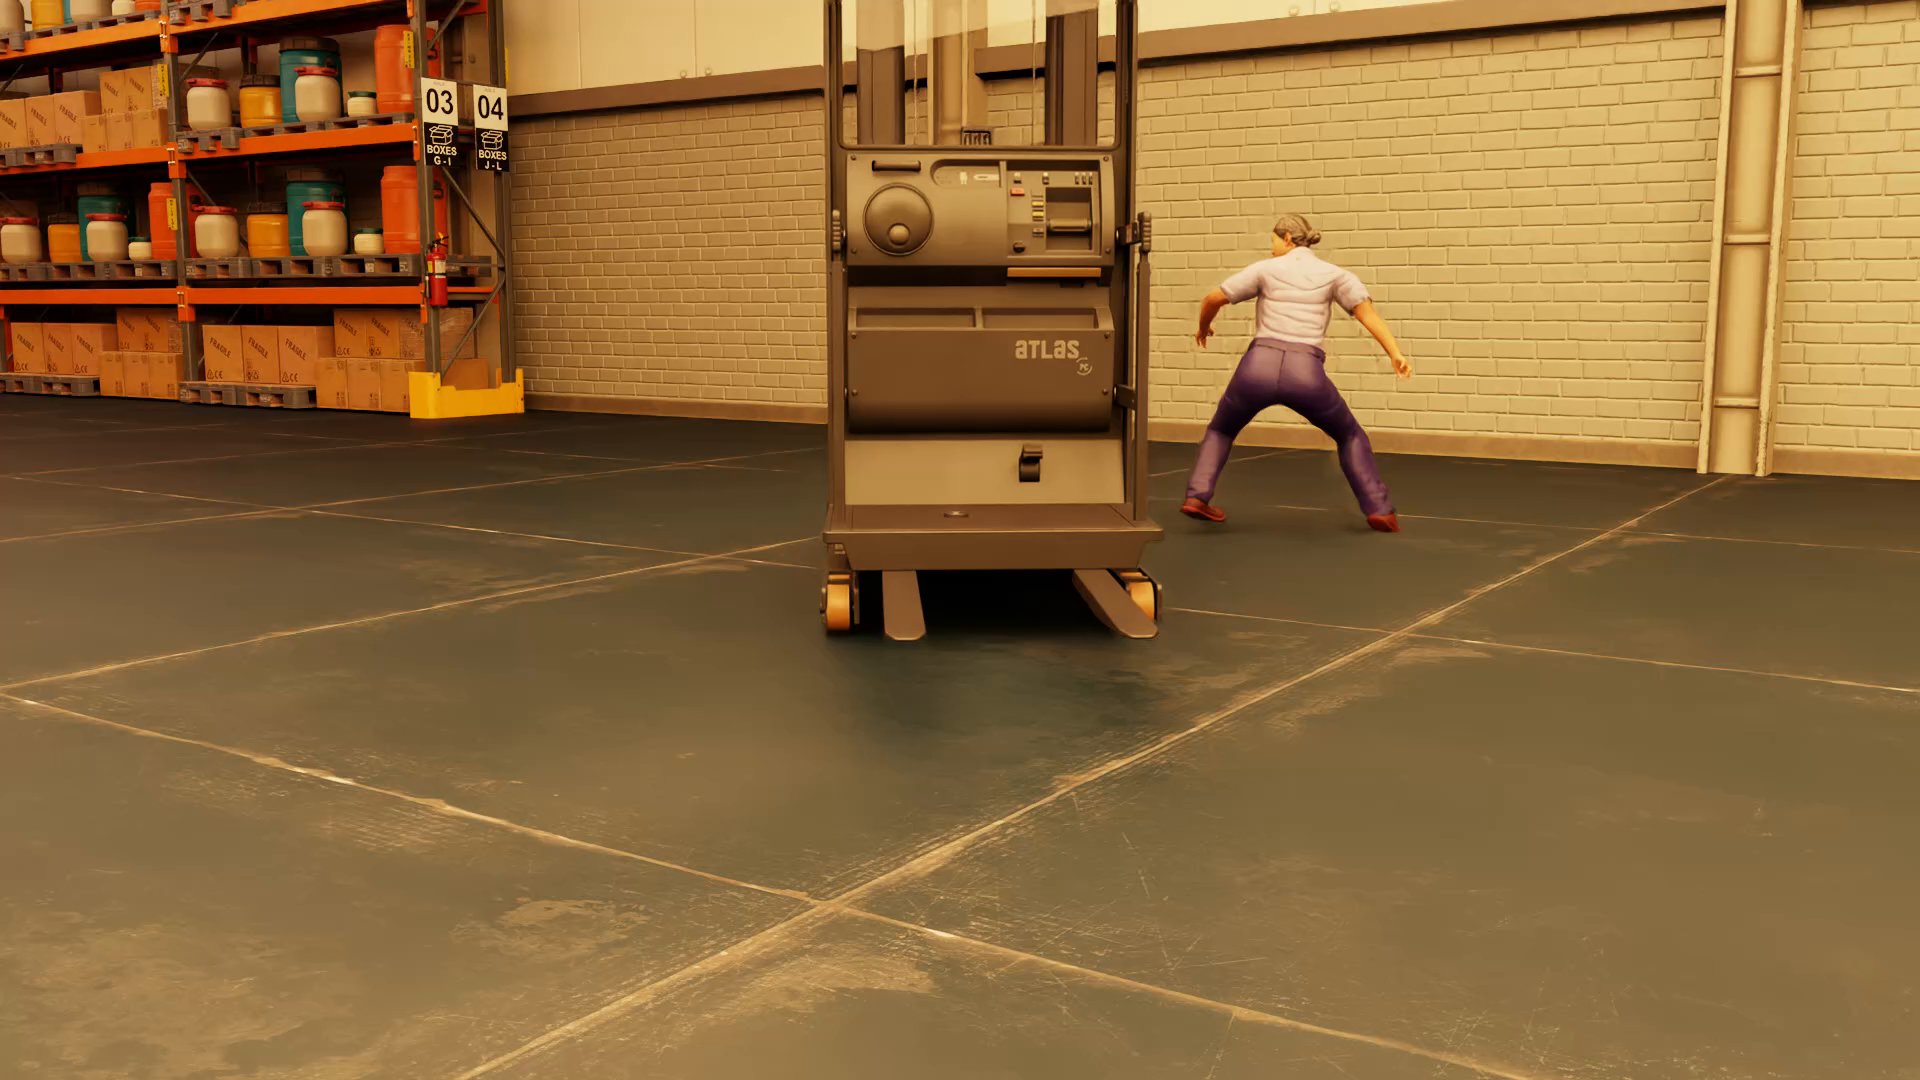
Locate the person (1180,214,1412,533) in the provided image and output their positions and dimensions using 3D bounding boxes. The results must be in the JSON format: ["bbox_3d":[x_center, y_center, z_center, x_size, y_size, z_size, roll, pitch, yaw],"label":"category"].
[{"bbox_3d":[1.594,-0.718,7.805,1.036,1.608,0.528,2,8,15],"label":"person"}]

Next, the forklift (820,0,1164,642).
[{"bbox_3d":[0.085,-1.192,5.578,1.130,2.935,3.031,0,8,-3],"label":"forklift"}]
